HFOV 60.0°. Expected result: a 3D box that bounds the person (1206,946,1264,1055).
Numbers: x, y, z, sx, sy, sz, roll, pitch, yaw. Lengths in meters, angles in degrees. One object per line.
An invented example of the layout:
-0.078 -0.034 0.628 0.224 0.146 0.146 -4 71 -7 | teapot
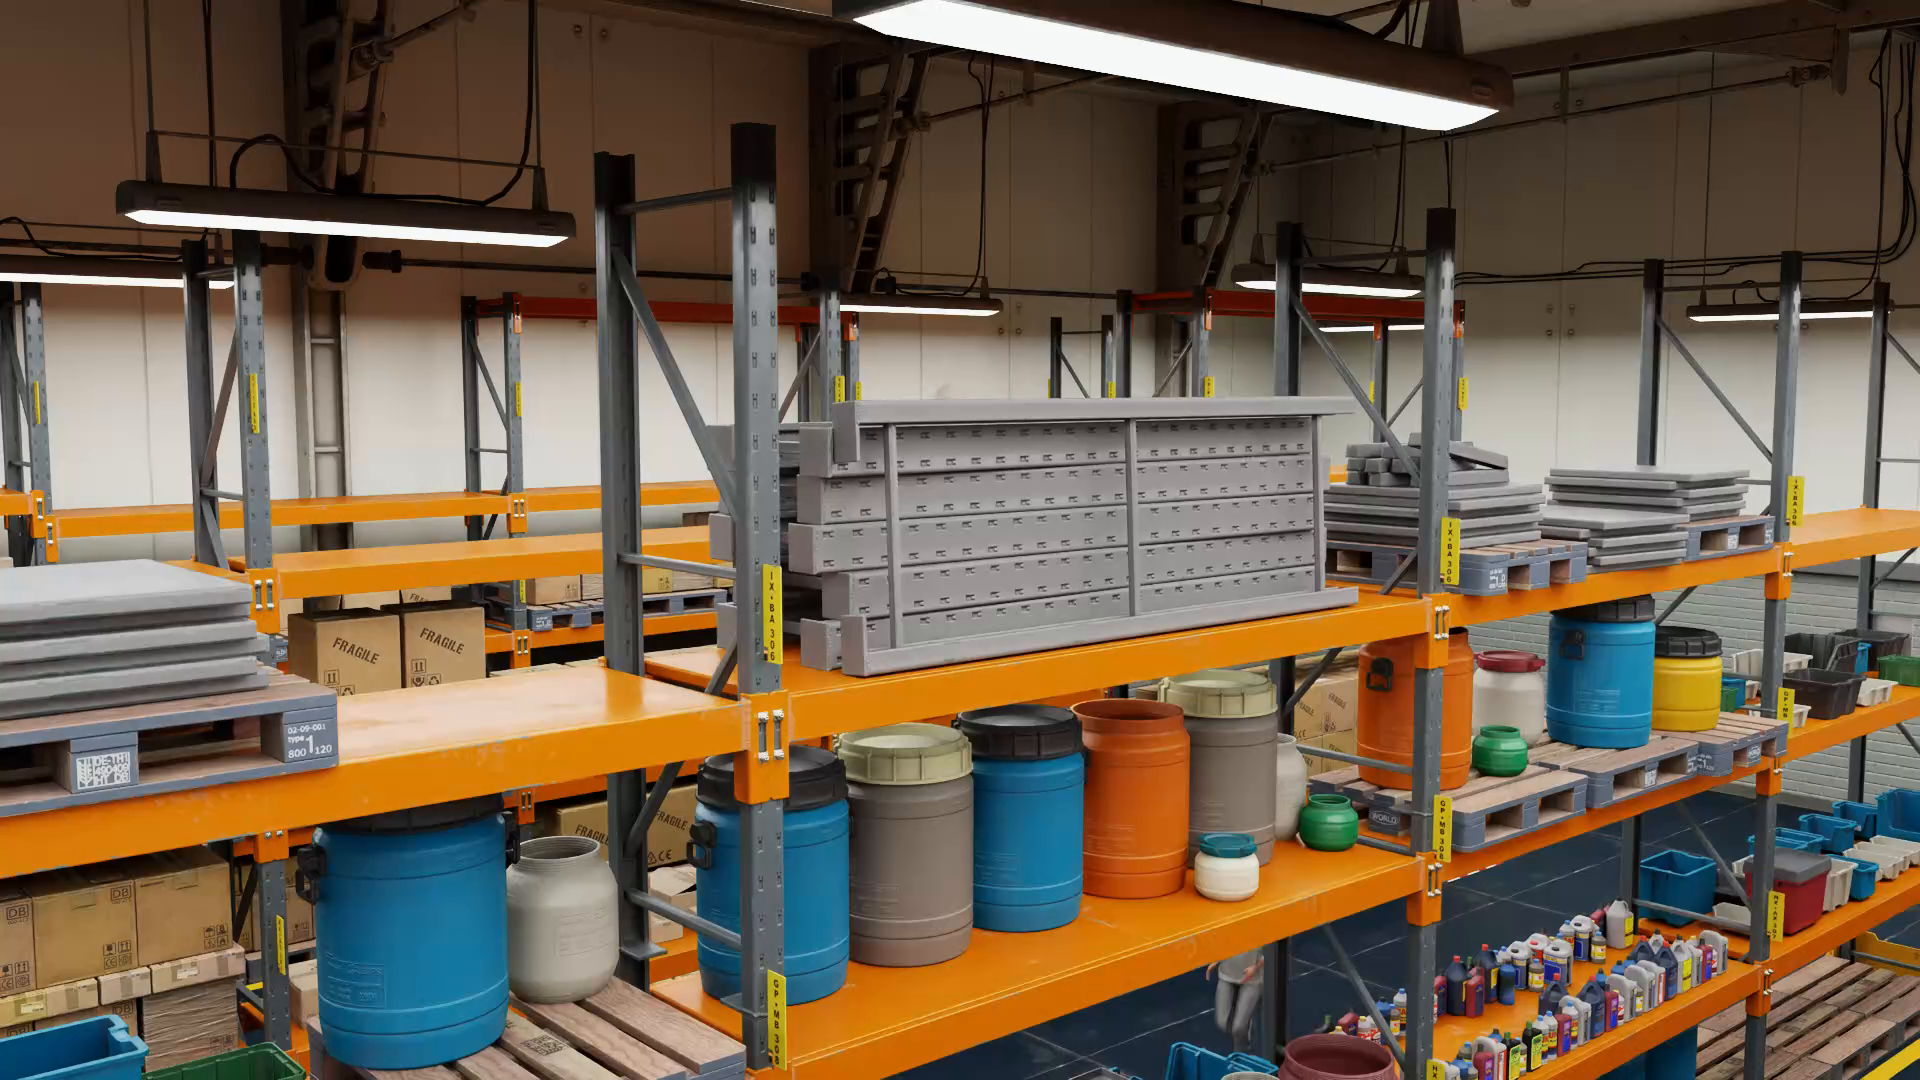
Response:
2.098 3.238 12.303 0.538 1.557 0.548 3 6 33 | person
